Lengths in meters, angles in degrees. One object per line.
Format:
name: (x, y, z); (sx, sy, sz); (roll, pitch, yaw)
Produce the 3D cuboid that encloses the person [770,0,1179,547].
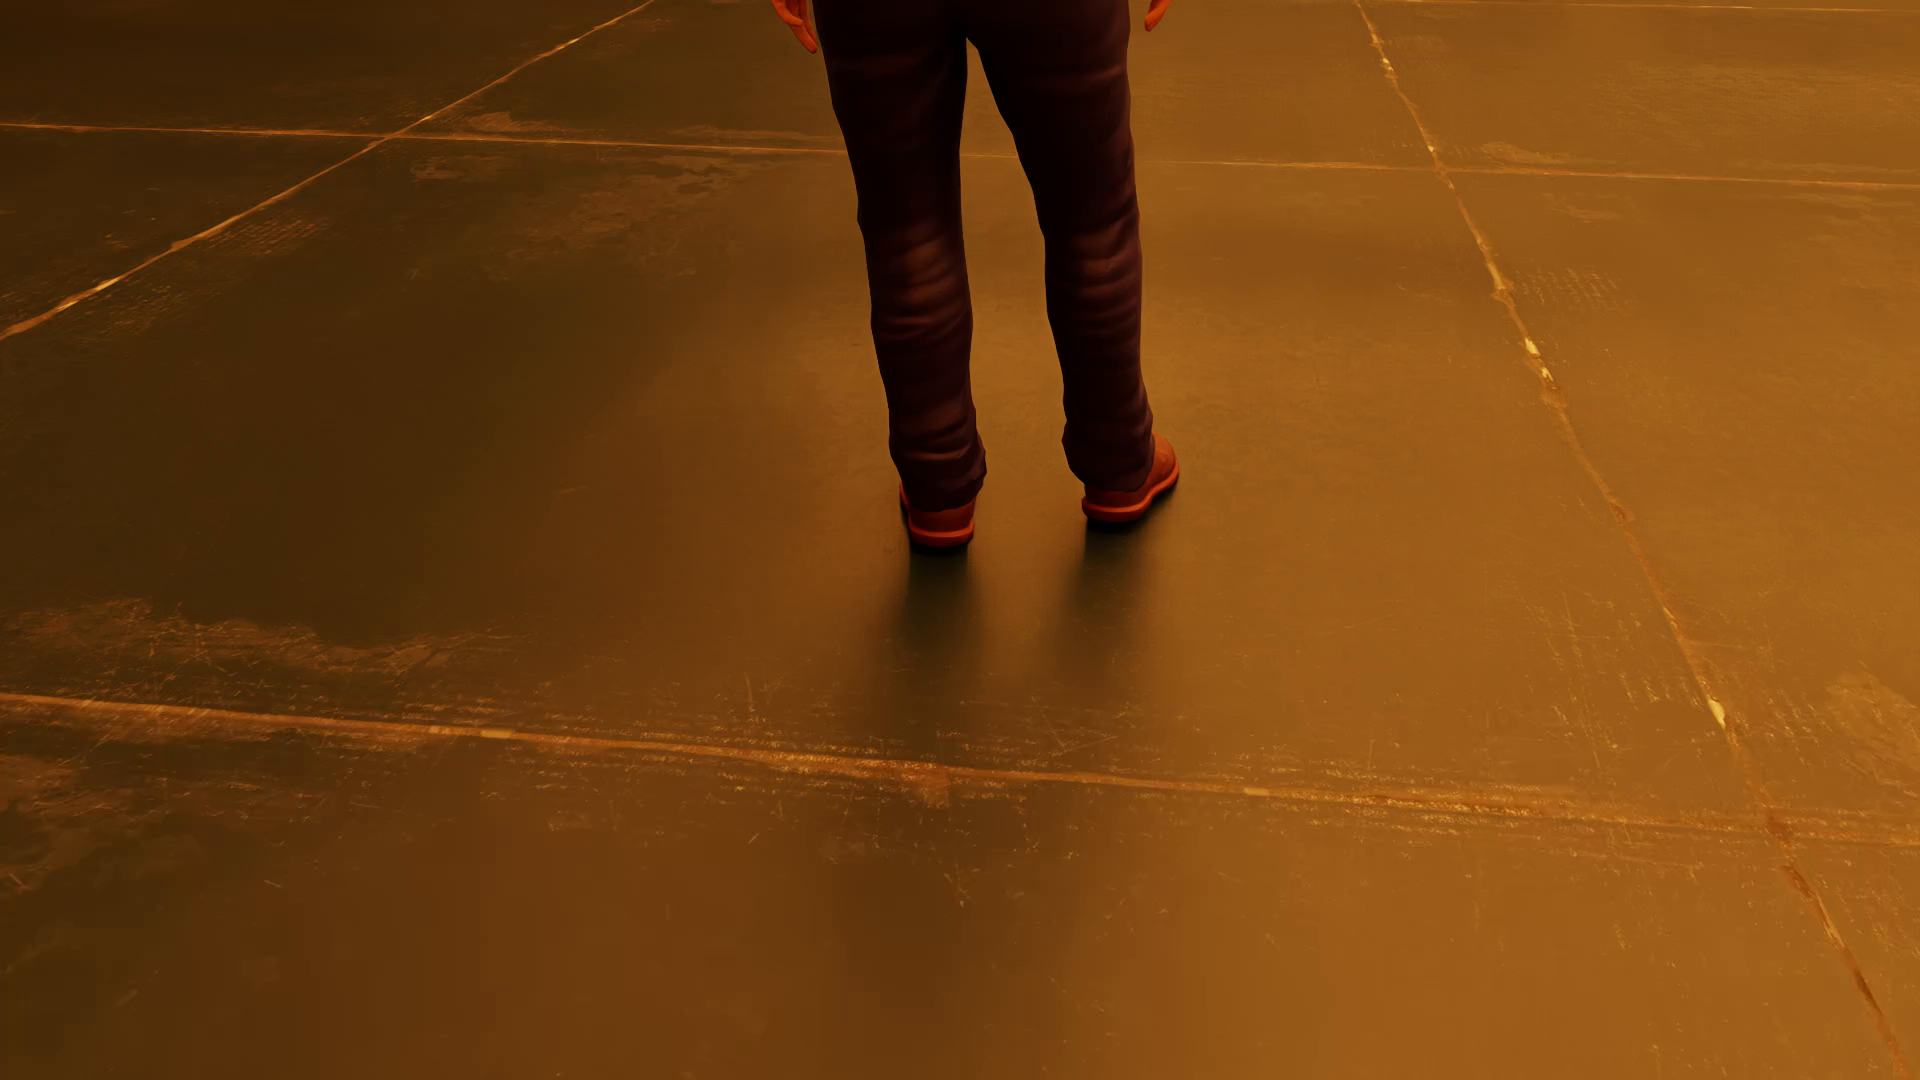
person: (0.035, -0.778, 2.207); (0.598, 1.640, 0.503); (3, 27, 7)
